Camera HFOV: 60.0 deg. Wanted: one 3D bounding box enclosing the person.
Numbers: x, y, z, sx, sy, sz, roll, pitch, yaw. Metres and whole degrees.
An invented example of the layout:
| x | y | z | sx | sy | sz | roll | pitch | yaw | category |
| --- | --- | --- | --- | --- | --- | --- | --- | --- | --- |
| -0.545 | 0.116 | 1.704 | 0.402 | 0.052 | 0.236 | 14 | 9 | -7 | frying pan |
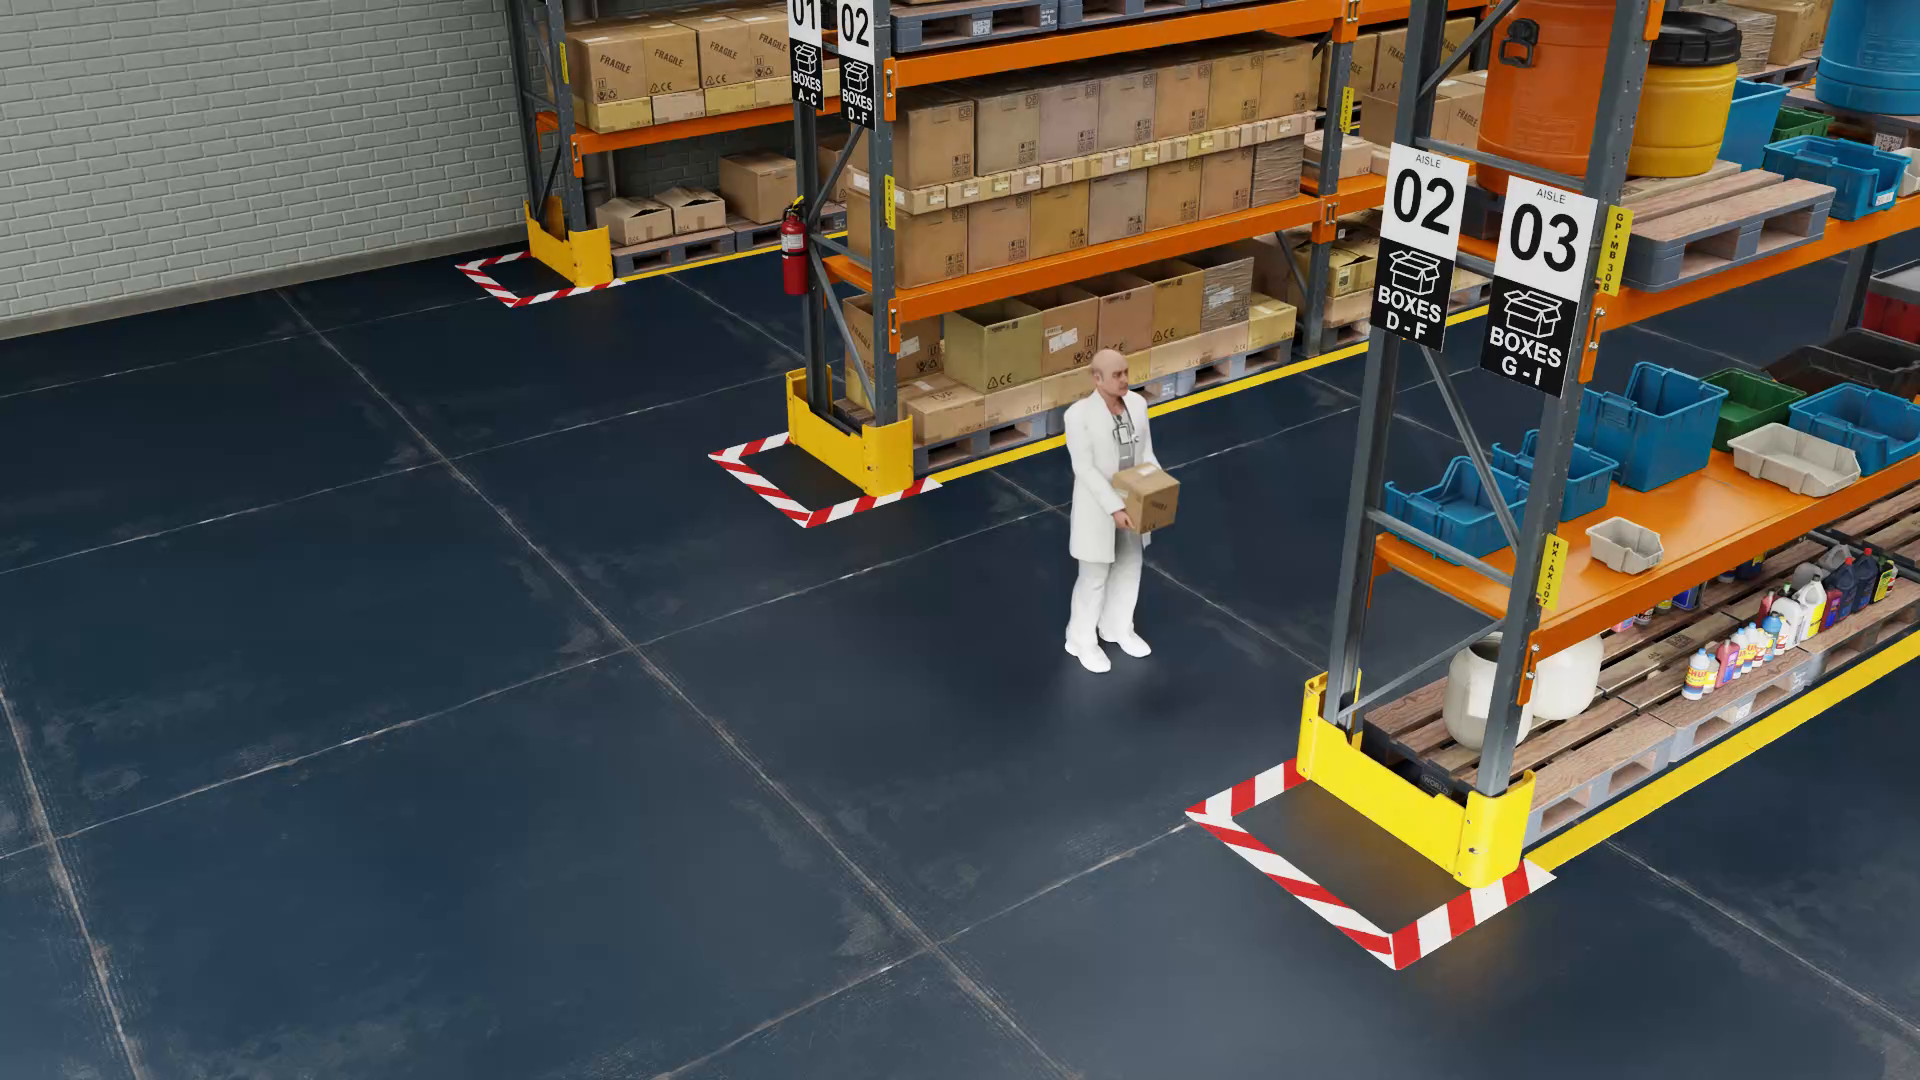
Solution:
| x | y | z | sx | sy | sz | roll | pitch | yaw | category |
| --- | --- | --- | --- | --- | --- | --- | --- | --- | --- |
| 0.860 | -0.130 | 8.884 | 0.530 | 1.771 | 0.553 | -19 | 33 | -31 | person |
